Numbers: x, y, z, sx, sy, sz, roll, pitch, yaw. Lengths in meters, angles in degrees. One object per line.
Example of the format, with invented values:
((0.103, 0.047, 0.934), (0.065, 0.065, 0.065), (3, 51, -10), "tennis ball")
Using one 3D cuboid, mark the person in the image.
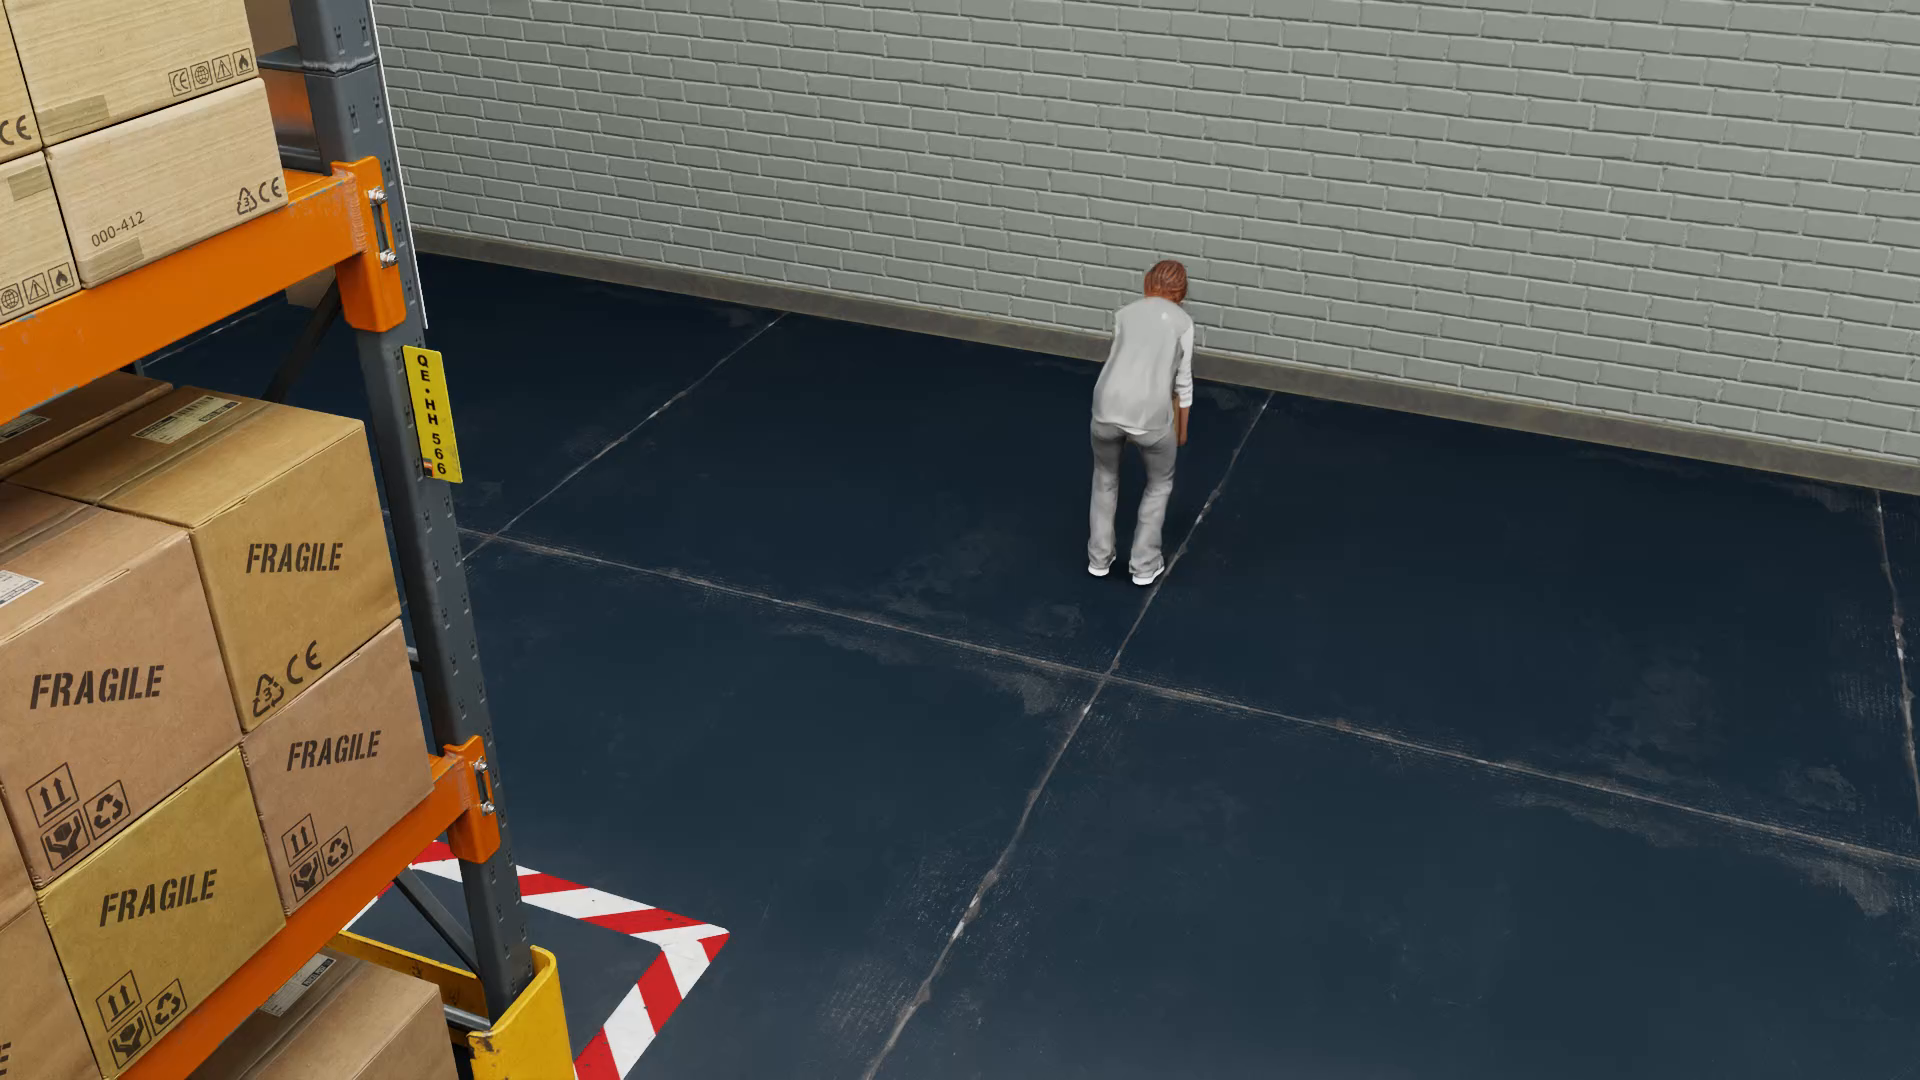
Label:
((0.813, -0.507, 7.321), (0.379, 1.296, 0.779), (11, 32, 18), "person")
